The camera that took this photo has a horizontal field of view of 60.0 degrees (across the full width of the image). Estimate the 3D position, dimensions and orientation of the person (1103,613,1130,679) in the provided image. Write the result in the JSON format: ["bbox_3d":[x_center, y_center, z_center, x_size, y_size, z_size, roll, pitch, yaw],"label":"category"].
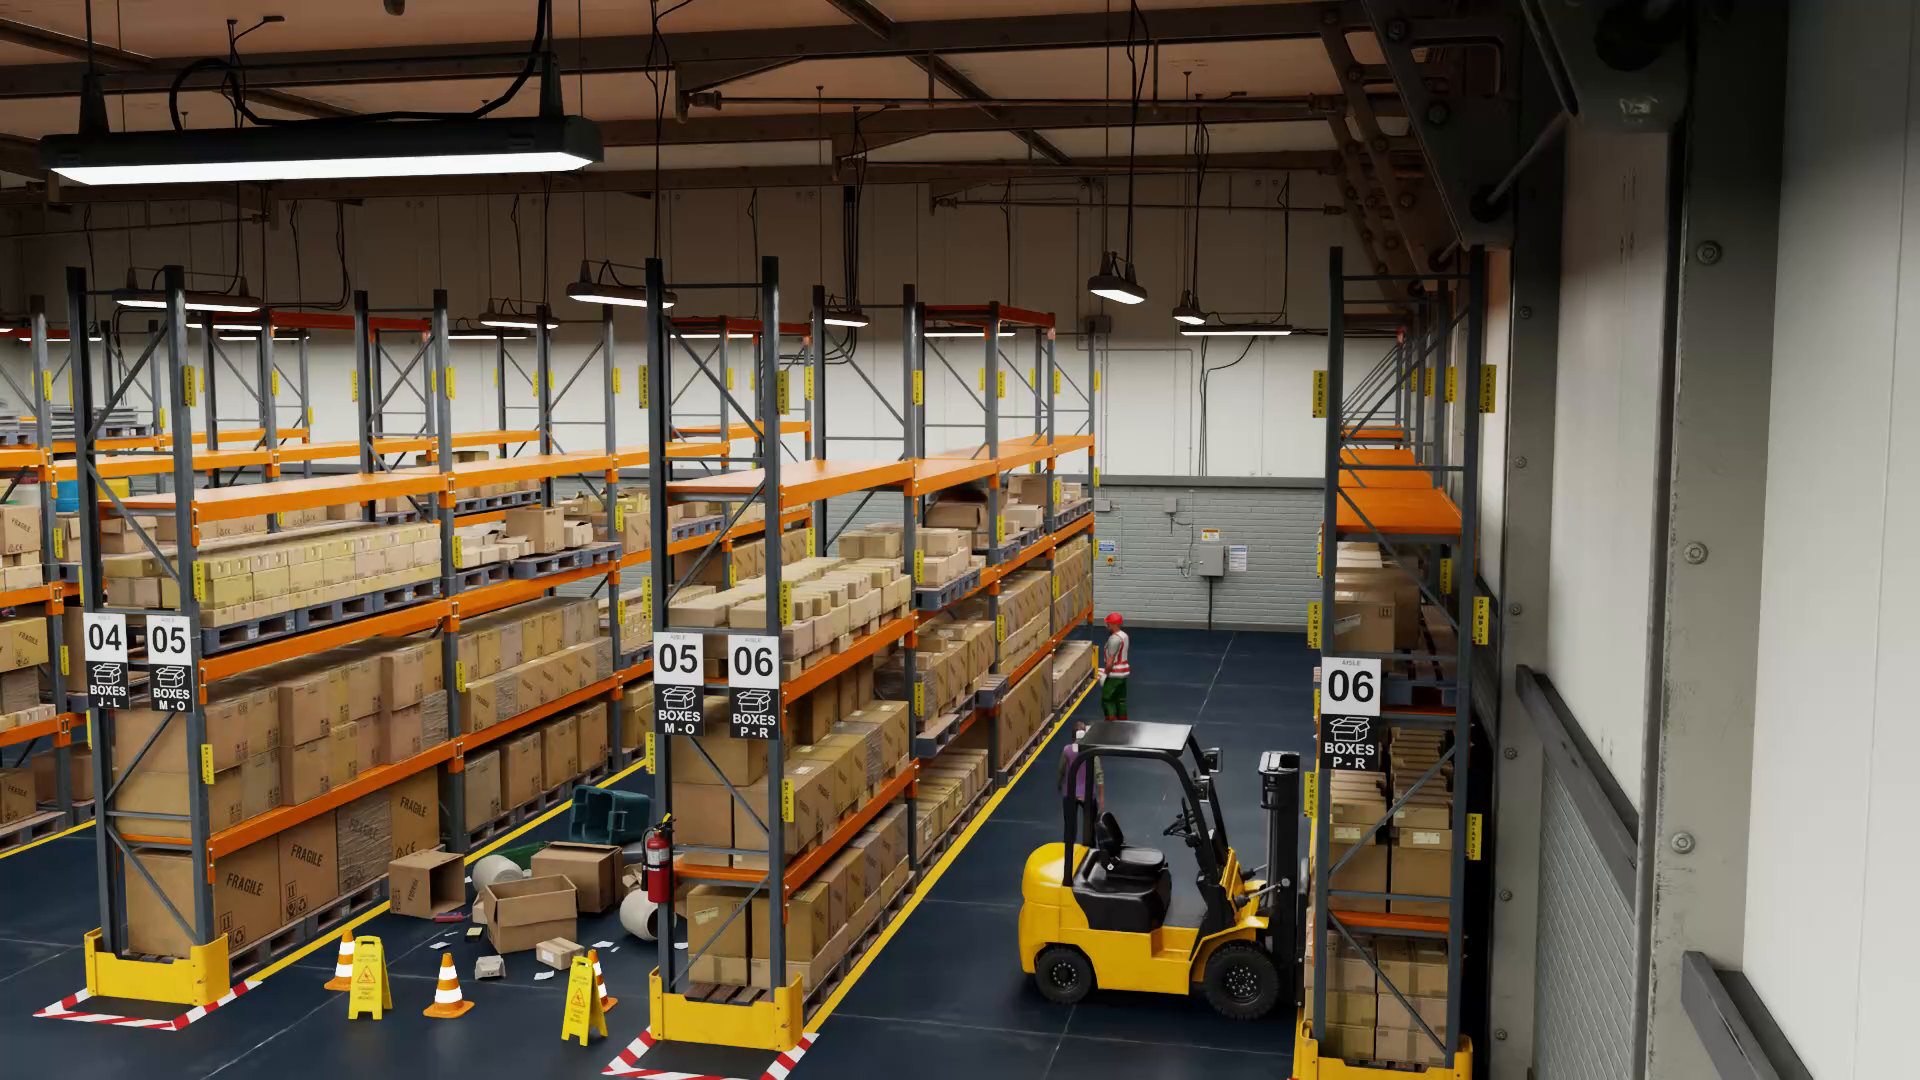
[{"bbox_3d":[2.158,1.910,23.209,0.397,1.797,0.532,3,7,29],"label":"person"}]

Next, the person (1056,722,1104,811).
[{"bbox_3d":[1.236,2.640,17.186,0.541,1.556,0.886,1,6,14],"label":"person"}]
